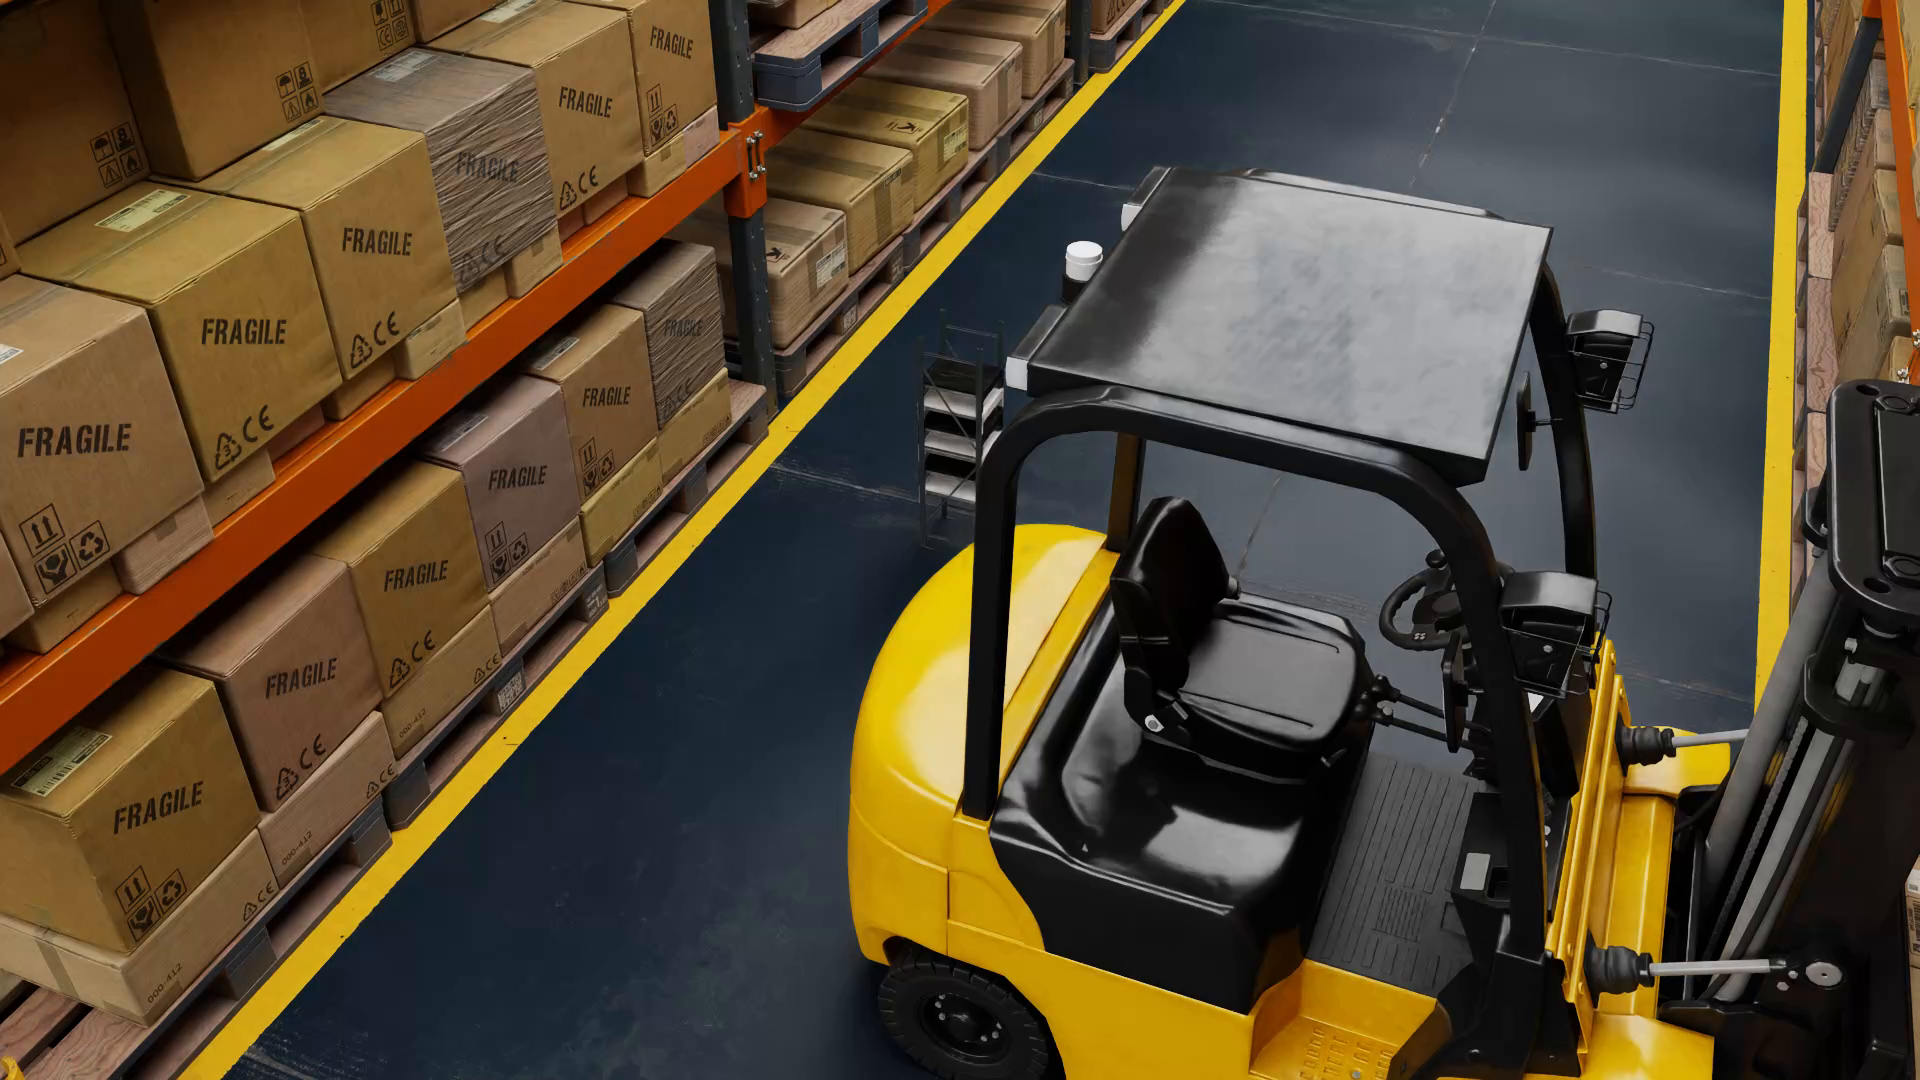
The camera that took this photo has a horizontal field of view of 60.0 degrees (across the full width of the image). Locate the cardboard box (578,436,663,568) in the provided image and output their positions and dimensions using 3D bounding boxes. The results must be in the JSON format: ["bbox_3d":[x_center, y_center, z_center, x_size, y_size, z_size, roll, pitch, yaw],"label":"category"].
[{"bbox_3d":[-1.413,-0.192,5.947,0.500,0.250,0.500,13,39,17],"label":"cardboard box"}]

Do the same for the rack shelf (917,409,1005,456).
[{"bbox_3d":[0.003,-0.410,5.953,0.258,0.077,0.200,14,39,18],"label":"rack shelf"}]

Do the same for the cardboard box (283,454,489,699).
[{"bbox_3d":[-1.800,0.073,4.966,0.500,0.500,0.500,15,39,19],"label":"cardboard box"}]

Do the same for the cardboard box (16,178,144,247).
[{"bbox_3d":[-2.425,-0.671,4.310,0.500,0.500,0.500,14,39,18],"label":"cardboard box"}]

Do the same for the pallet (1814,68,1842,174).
[{"bbox_3d":[5.190,-2.185,8.997,1.003,0.211,1.213,14,39,18],"label":"pallet"}]

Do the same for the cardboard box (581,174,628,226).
[{"bbox_3d":[-1.343,-1.196,5.555,0.380,0.149,0.250,14,39,18],"label":"cardboard box"}]

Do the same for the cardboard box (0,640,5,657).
[{"bbox_3d":[-2.361,0.220,3.659,0.380,0.149,0.250,14,39,18],"label":"cardboard box"}]

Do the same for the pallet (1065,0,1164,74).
[{"bbox_3d":[0.649,-3.328,10.526,1.003,0.211,1.213,14,39,18],"label":"pallet"}]

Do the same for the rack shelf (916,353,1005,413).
[{"bbox_3d":[0.003,-0.554,5.845,0.258,0.077,0.200,14,39,18],"label":"rack shelf"}]

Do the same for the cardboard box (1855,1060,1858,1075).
[{"bbox_3d":[2.101,1.359,3.455,0.500,0.250,0.500,13,39,17],"label":"cardboard box"}]

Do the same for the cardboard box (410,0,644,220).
[{"bbox_3d":[-1.372,-1.381,5.260,0.500,0.500,0.500,15,39,19],"label":"cardboard box"}]

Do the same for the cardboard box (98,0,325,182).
[{"bbox_3d":[-2.156,-1.317,4.340,0.700,0.500,0.500,14,39,17],"label":"cardboard box"}]

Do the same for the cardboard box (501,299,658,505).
[{"bbox_3d":[-1.412,-0.507,5.743,0.500,0.500,0.500,15,39,19],"label":"cardboard box"}]

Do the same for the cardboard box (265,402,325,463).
[{"bbox_3d":[-1.934,-0.349,4.421,0.380,0.149,0.250,15,39,19],"label":"cardboard box"}]

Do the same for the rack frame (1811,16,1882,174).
[{"bbox_3d":[4.871,-2.897,7.620,1.000,3.000,0.127,14,39,18],"label":"rack frame"}]

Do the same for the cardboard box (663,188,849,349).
[{"bbox_3d":[-1.046,-1.217,7.217,0.950,0.372,0.625,14,39,18],"label":"cardboard box"}]

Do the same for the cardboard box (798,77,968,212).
[{"bbox_3d":[-0.512,-2.002,8.267,0.950,0.372,0.625,15,39,19],"label":"cardboard box"}]

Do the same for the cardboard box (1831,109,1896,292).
[{"bbox_3d":[4.379,-1.408,7.261,0.875,0.625,0.625,15,39,19],"label":"cardboard box"}]

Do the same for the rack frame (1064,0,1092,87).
[{"bbox_3d":[0.279,-4.025,9.130,1.000,3.000,0.127,14,39,18],"label":"rack frame"}]

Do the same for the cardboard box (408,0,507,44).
[{"bbox_3d":[-1.826,-1.898,5.117,0.700,0.500,0.500,14,39,18],"label":"cardboard box"}]

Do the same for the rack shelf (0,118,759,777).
[{"bbox_3d":[-2.004,-0.415,4.901,1.077,0.370,4.000,14,39,18],"label":"rack shelf"}]

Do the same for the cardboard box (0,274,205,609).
[{"bbox_3d":[-2.134,-0.242,3.736,0.500,0.500,0.500,15,39,19],"label":"cardboard box"}]

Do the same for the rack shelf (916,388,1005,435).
[{"bbox_3d":[0.003,-0.482,5.899,0.258,0.077,0.200,14,39,18],"label":"rack shelf"}]

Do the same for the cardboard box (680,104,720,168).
[{"bbox_3d":[-1.083,-1.463,5.911,0.380,0.149,0.250,13,39,17],"label":"cardboard box"}]

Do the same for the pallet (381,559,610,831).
[{"bbox_3d":[-1.929,0.364,5.587,1.003,0.211,1.213,14,39,18],"label":"pallet"}]

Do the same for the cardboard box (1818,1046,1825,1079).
[{"bbox_3d":[2.287,1.293,3.961,0.500,0.250,0.500,15,39,19],"label":"cardboard box"}]

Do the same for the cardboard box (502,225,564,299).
[{"bbox_3d":[-1.467,-0.900,5.158,0.380,0.149,0.250,13,39,17],"label":"cardboard box"}]

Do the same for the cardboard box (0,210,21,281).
[{"bbox_3d":[-2.573,-0.767,3.603,0.700,0.500,0.500,14,39,18],"label":"cardboard box"}]

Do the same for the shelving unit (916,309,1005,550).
[{"bbox_3d":[0.003,-0.365,5.987,0.258,0.900,0.210,14,39,18],"label":"shelving unit"}]

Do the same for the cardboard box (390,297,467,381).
[{"bbox_3d":[-1.656,-0.614,4.776,0.380,0.149,0.250,14,39,18],"label":"cardboard box"}]

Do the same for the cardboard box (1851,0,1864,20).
[{"bbox_3d":[4.900,-2.813,8.703,0.380,0.149,0.250,12,38,15],"label":"cardboard box"}]

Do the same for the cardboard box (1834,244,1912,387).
[{"bbox_3d":[3.839,-0.619,6.205,0.875,0.625,0.625,13,39,17],"label":"cardboard box"}]

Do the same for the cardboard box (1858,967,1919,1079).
[{"bbox_3d":[2.085,1.173,3.285,0.500,0.250,0.500,14,39,18],"label":"cardboard box"}]

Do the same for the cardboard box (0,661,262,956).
[{"bbox_3d":[-2.194,0.640,4.208,0.500,0.500,0.500,13,39,16],"label":"cardboard box"}]

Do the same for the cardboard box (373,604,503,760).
[{"bbox_3d":[-1.805,0.367,5.199,0.500,0.250,0.500,16,40,21],"label":"cardboard box"}]

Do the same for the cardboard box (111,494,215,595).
[{"bbox_3d":[-2.046,-0.038,4.005,0.380,0.149,0.250,14,39,18],"label":"cardboard box"}]

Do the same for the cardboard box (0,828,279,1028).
[{"bbox_3d":[-2.202,0.953,4.415,0.500,0.250,0.500,14,39,17],"label":"cardboard box"}]

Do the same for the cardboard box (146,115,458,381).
[{"bbox_3d":[-1.755,-0.808,4.493,0.500,0.500,0.500,13,39,17],"label":"cardboard box"}]

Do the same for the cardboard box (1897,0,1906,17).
[{"bbox_3d":[4.280,-2.369,7.040,0.500,0.250,0.500,13,39,17],"label":"cardboard box"}]

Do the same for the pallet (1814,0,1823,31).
[{"bbox_3d":[6.118,-3.536,10.804,1.003,0.211,1.213,14,39,18],"label":"pallet"}]

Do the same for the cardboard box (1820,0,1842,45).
[{"bbox_3d":[5.410,-3.204,9.768,0.500,0.500,0.500,12,39,16],"label":"cardboard box"}]

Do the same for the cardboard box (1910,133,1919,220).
[{"bbox_3d":[3.485,-1.240,5.529,0.500,0.250,0.500,14,39,17],"label":"cardboard box"}]

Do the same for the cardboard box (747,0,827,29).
[{"bbox_3d":[-0.741,-2.112,6.430,0.380,0.149,0.250,14,39,18],"label":"cardboard box"}]

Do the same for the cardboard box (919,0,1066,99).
[{"bbox_3d":[0.055,-2.831,9.376,0.950,0.372,0.625,11,38,15],"label":"cardboard box"}]

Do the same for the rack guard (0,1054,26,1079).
[{"bbox_3d":[-2.736,1.363,4.009,1.175,0.500,0.348,14,39,18],"label":"rack guard"}]

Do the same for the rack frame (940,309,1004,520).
[{"bbox_3d":[0.042,-0.421,6.062,0.240,0.900,0.006,14,39,18],"label":"rack frame"}]

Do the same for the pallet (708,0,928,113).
[{"bbox_3d":[-0.818,-2.124,6.746,1.003,0.211,1.213,14,39,18],"label":"pallet"}]

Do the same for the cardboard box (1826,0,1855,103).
[{"bbox_3d":[5.033,-2.622,8.989,0.500,0.500,0.500,13,39,17],"label":"cardboard box"}]

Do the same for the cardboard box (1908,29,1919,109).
[{"bbox_3d":[3.891,-1.796,6.272,0.500,0.250,0.500,15,39,19],"label":"cardboard box"}]

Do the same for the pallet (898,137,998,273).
[{"bbox_3d":[-0.485,-1.803,8.486,1.003,0.211,1.213,14,39,18],"label":"pallet"}]

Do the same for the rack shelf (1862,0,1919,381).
[{"bbox_3d":[4.110,-1.501,6.354,1.077,0.370,4.000,14,39,18],"label":"rack shelf"}]

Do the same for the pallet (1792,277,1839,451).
[{"bbox_3d":[4.056,-0.660,6.957,1.003,0.211,1.213,14,39,18],"label":"pallet"}]
